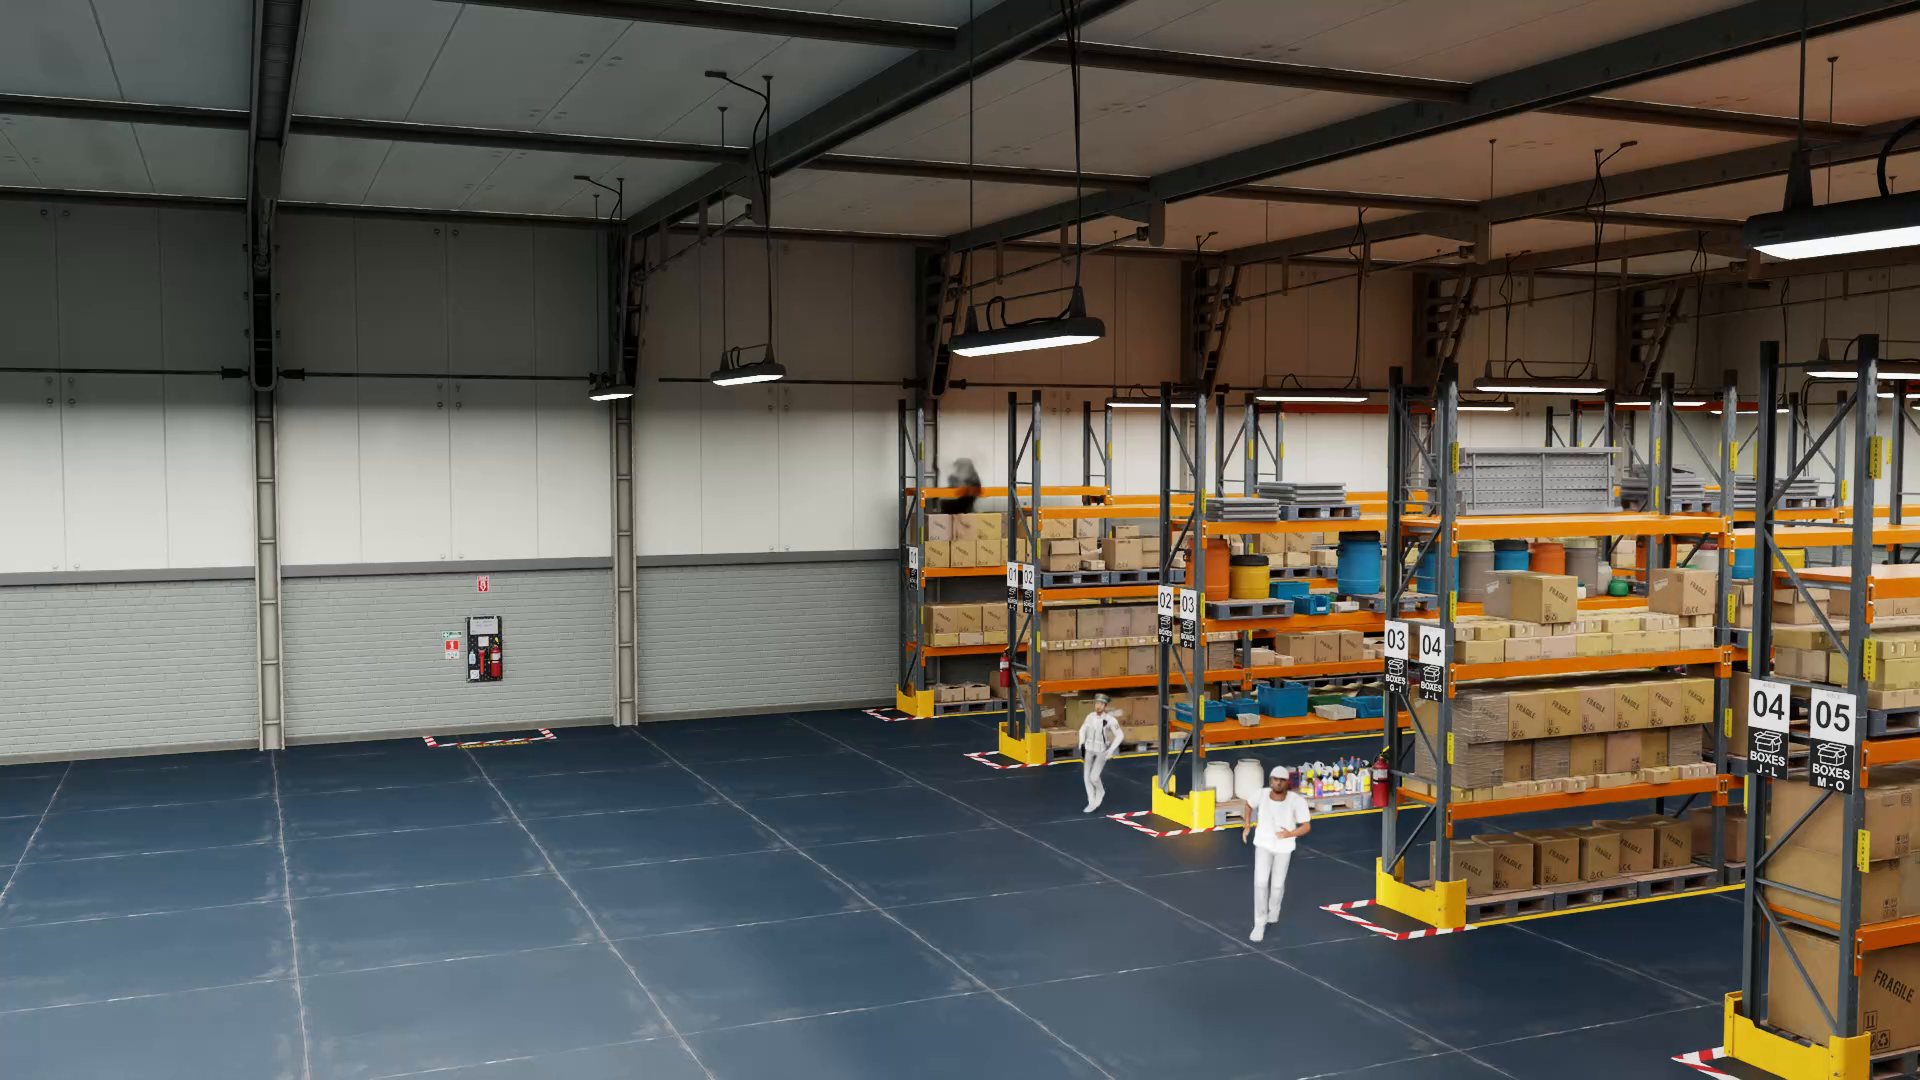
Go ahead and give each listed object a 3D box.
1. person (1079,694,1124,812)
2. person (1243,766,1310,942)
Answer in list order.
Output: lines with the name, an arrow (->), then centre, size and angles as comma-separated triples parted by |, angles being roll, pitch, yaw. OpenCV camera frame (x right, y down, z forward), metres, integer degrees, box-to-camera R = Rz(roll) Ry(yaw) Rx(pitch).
person -> 1.909, 2.978, 23.241 | 0.646, 1.670, 0.488 | 2, 4, 33
person -> 3.328, 3.267, 17.505 | 0.703, 1.817, 0.774 | 1, 3, 13
